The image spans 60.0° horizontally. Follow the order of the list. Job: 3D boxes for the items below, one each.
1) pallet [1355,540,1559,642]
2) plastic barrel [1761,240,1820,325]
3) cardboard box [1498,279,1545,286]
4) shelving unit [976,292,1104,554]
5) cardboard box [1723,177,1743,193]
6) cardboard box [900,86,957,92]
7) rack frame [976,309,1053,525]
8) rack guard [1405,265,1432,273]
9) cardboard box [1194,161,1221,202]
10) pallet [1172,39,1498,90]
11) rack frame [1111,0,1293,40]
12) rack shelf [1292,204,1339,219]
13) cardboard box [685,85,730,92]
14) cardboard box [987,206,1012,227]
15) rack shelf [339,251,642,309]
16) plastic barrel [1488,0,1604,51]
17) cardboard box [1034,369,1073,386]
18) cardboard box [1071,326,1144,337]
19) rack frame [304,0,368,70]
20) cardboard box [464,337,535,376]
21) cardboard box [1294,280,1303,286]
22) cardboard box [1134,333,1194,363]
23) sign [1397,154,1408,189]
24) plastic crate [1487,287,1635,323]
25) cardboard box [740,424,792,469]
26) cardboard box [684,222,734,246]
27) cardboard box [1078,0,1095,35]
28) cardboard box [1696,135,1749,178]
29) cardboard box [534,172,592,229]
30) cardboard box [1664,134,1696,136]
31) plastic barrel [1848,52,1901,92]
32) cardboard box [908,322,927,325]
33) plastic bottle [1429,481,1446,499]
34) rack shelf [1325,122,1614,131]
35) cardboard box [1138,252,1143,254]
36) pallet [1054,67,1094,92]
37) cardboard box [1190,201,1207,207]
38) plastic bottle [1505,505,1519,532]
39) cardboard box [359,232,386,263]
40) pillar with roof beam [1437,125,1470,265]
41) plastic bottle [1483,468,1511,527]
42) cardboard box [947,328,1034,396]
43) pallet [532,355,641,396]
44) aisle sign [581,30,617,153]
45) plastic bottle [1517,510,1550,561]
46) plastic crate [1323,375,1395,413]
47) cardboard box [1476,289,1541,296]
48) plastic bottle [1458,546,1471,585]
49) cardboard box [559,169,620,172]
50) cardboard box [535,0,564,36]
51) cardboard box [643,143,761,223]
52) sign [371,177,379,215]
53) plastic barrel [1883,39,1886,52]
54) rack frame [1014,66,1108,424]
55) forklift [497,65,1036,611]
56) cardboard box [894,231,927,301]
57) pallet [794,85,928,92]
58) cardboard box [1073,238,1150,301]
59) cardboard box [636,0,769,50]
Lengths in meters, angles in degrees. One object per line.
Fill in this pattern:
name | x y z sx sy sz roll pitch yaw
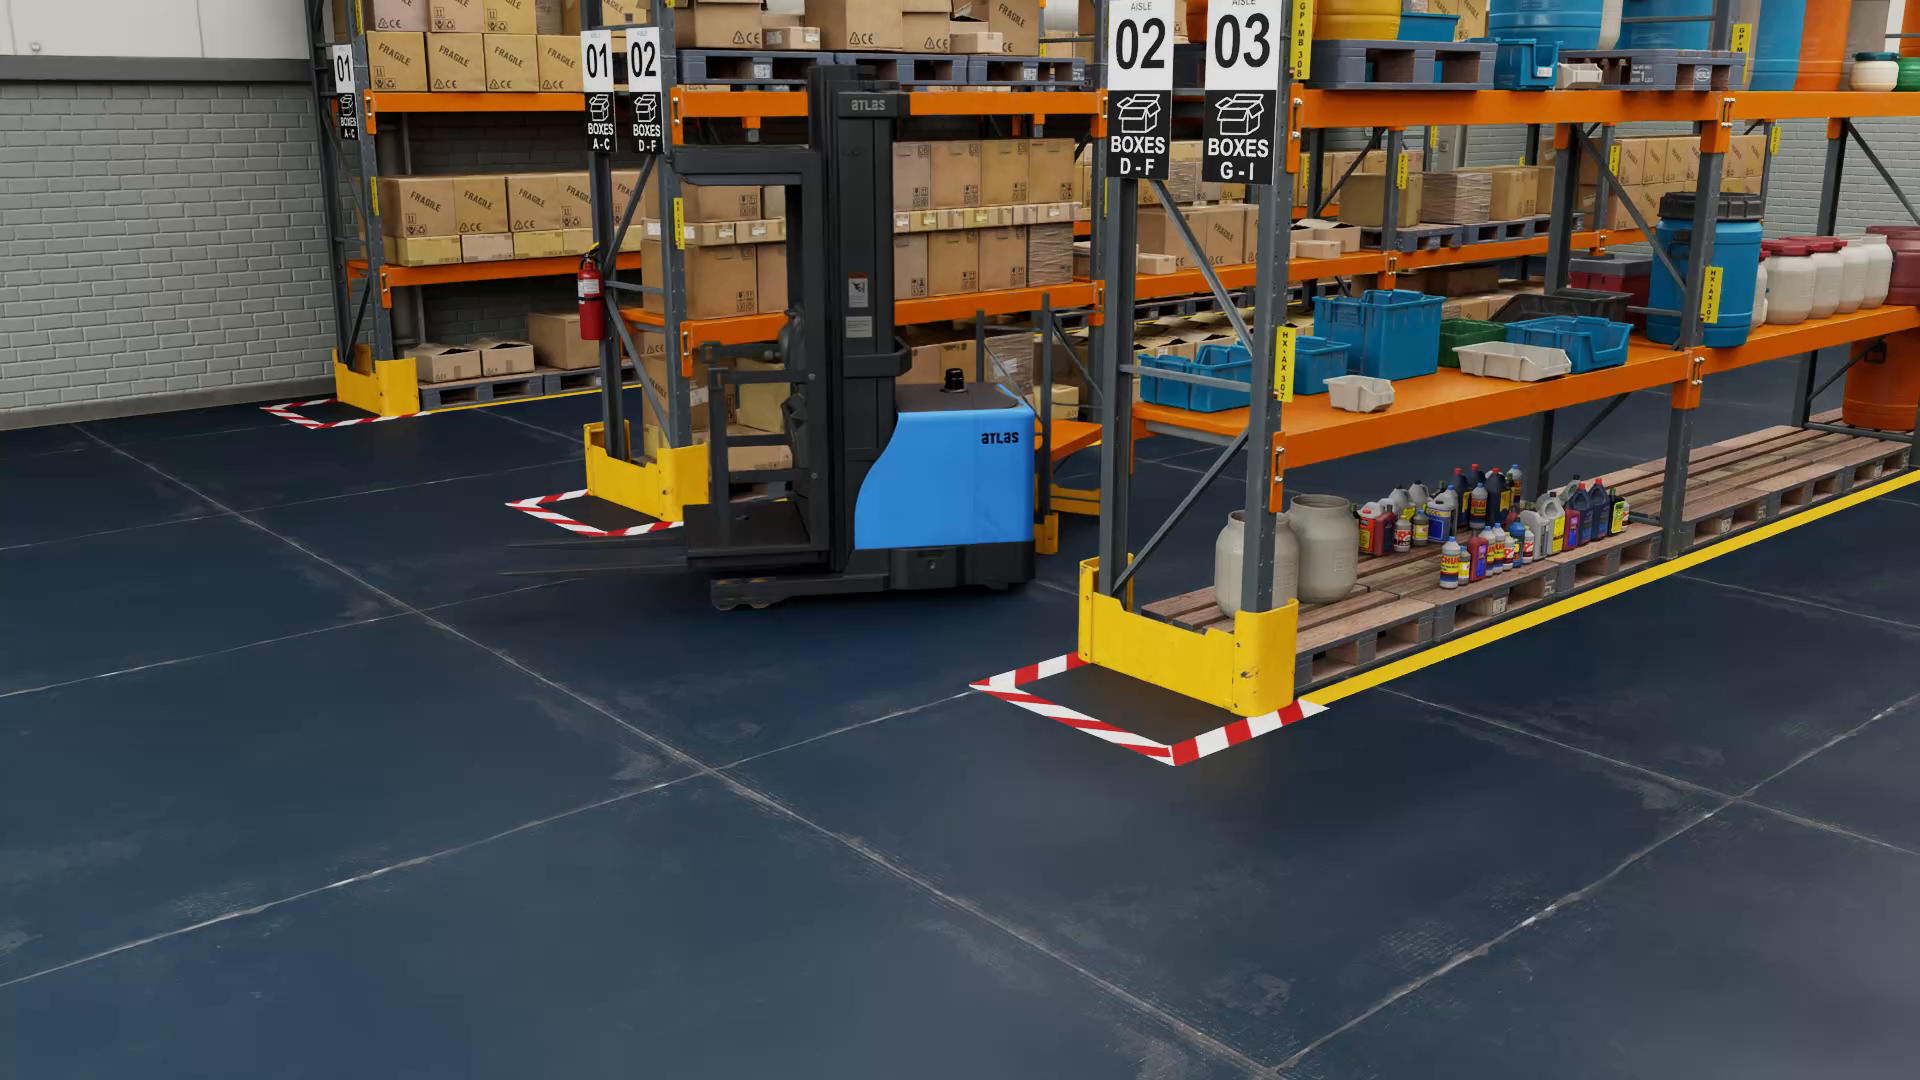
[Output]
pallet | 2.627 0.239 9.446 1.213 0.211 1.003 -13 19 -39
plastic barrel | 5.501 -1.731 11.154 0.433 0.535 0.433 0 15 0
cardboard box | 6.343 -2.712 19.082 0.500 0.500 0.500 -14 20 -42
shelving unit | 0.560 -0.791 10.806 0.587 1.500 1.083 7 17 25
cardboard box | 9.337 -4.250 20.655 0.500 0.500 0.500 -12 19 -39
cardboard box | -0.443 -5.335 18.859 0.637 0.503 0.797 -9 18 -32
rack frame | 0.331 -0.671 10.357 0.500 1.500 0.032 7 17 25
rack guard | 6.649 -4.179 25.428 0.348 0.500 1.175 -13 19 -39
cardboard box | 3.052 -4.691 21.692 0.500 0.500 0.500 -12 19 -39
pallet | 1.753 -2.223 7.813 1.213 0.211 1.003 -13 19 -39
rack frame | 1.064 -3.642 6.948 0.127 3.000 1.000 -13 19 -39
rack shelf | 5.122 -4.697 23.914 4.000 0.370 1.077 -13 19 -39
cardboard box | -2.642 -4.723 16.575 0.500 0.500 0.500 -12 19 -38
cardboard box | 0.187 -2.529 12.956 0.250 0.149 0.380 -13 20 -39
rack shelf | -3.930 -2.664 16.304 4.000 0.370 1.077 -13 19 -39
plastic barrel | 3.261 -3.168 9.200 0.708 0.901 0.600 -13 19 -39
cardboard box | 0.956 -1.388 14.646 0.500 0.250 0.500 -13 20 -40
cardboard box | 1.339 -1.746 14.900 0.500 0.311 0.500 -12 19 -38
rack frame | -5.439 -5.571 14.169 0.127 3.000 1.000 -13 19 -39
cardboard box | -4.428 -1.782 15.968 0.500 0.311 0.500 -11 18 -35
cardboard box | 4.626 -3.892 23.537 0.500 0.500 0.700 -13 20 -40
cardboard box | 1.689 -1.637 14.494 0.500 0.311 0.500 -13 20 -40
sign | 4.217 -3.516 15.857 0.005 0.325 0.100 -13 19 -39
plastic crate | 3.603 -1.328 10.028 0.504 0.338 0.767 -13 19 -39
cardboard box | -1.259 -0.716 12.133 0.500 0.250 0.500 -13 19 -39
cardboard box | -1.747 -2.095 11.330 0.250 0.149 0.380 -13 20 -40
cardboard box | 1.324 -4.425 13.715 0.500 0.500 0.500 -12 19 -39
cardboard box | 9.350 -4.736 20.536 0.500 0.500 0.500 -12 19 -38
cardboard box | -3.727 -3.252 15.912 0.500 0.500 0.500 -12 19 -38
cardboard box | 8.988 -4.837 20.914 0.500 0.500 0.500 -12 19 -39
plastic barrel | 6.293 -3.221 11.450 0.301 0.262 0.301 0 15 0
cardboard box | -0.734 -2.746 19.210 0.500 0.500 0.700 -13 20 -40
plastic bottle | 2.906 -0.214 10.149 0.133 0.283 0.061 -12 19 -37
rack shelf | 5.359 -4.504 17.383 4.000 0.370 1.077 -13 19 -39
cardboard box | 1.376 -2.506 14.580 0.258 0.266 0.396 -13 20 -41
pallet | 1.490 -3.895 14.078 1.217 0.209 0.805 -14 20 -42
cardboard box | 2.984 -4.343 21.643 0.250 0.149 0.380 -13 19 -39
plastic bottle | 3.201 -0.063 9.585 0.133 0.283 0.061 -13 19 -39
cardboard box | -5.214 -2.727 15.397 0.500 0.250 0.500 -12 19 -39
pillar with roof beam | 10.926 -8.069 23.521 0.400 9.000 9.100 -13 19 -39
plastic bottle | 3.295 -0.270 10.230 0.185 0.351 0.144 -13 19 -39
cardboard box | 0.242 -1.420 13.313 0.500 0.500 0.500 -13 19 -39
pallet | -3.826 -1.675 16.610 1.213 0.211 1.003 -13 19 -39
aisle sign | -2.427 -3.011 11.172 0.004 0.787 0.394 -13 19 -39
plastic bottle | 3.272 -0.039 9.509 0.135 0.276 0.152 -12 19 -38
plastic crate | 1.951 -0.705 8.089 0.250 0.136 0.298 -13 19 -39
cardboard box | 5.927 -2.440 18.064 0.500 0.500 0.500 -12 19 -39
plastic bottle | 2.715 0.132 9.015 0.097 0.201 0.097 0 15 0
cardboard box | -3.686 -3.440 16.616 0.500 0.500 0.500 -12 19 -38
cardboard box | -4.110 -5.044 15.839 0.500 0.500 0.500 -13 20 -39
cardboard box | -1.784 -2.469 11.475 0.500 0.500 0.700 -13 19 -39
sign | -5.083 -2.985 14.436 0.005 0.325 0.100 -13 19 -39
plastic barrel | 6.664 -3.609 12.421 0.421 0.512 0.421 0 15 0
rack frame | 0.833 -2.386 13.872 0.127 3.000 1.000 -13 19 -39
forklift | -1.130 -1.170 9.451 3.031 2.935 1.130 -3 15 -10
cardboard box | -0.658 -2.096 12.592 0.500 0.500 0.700 -12 19 -38
pallet | -1.106 -4.969 18.091 1.003 0.211 1.213 -13 19 -39
cardboard box | 1.902 -3.438 21.161 0.750 0.750 0.750 -13 20 -40
cardboard box | -1.748 -3.575 11.223 0.637 0.503 0.797 -11 18 -36
